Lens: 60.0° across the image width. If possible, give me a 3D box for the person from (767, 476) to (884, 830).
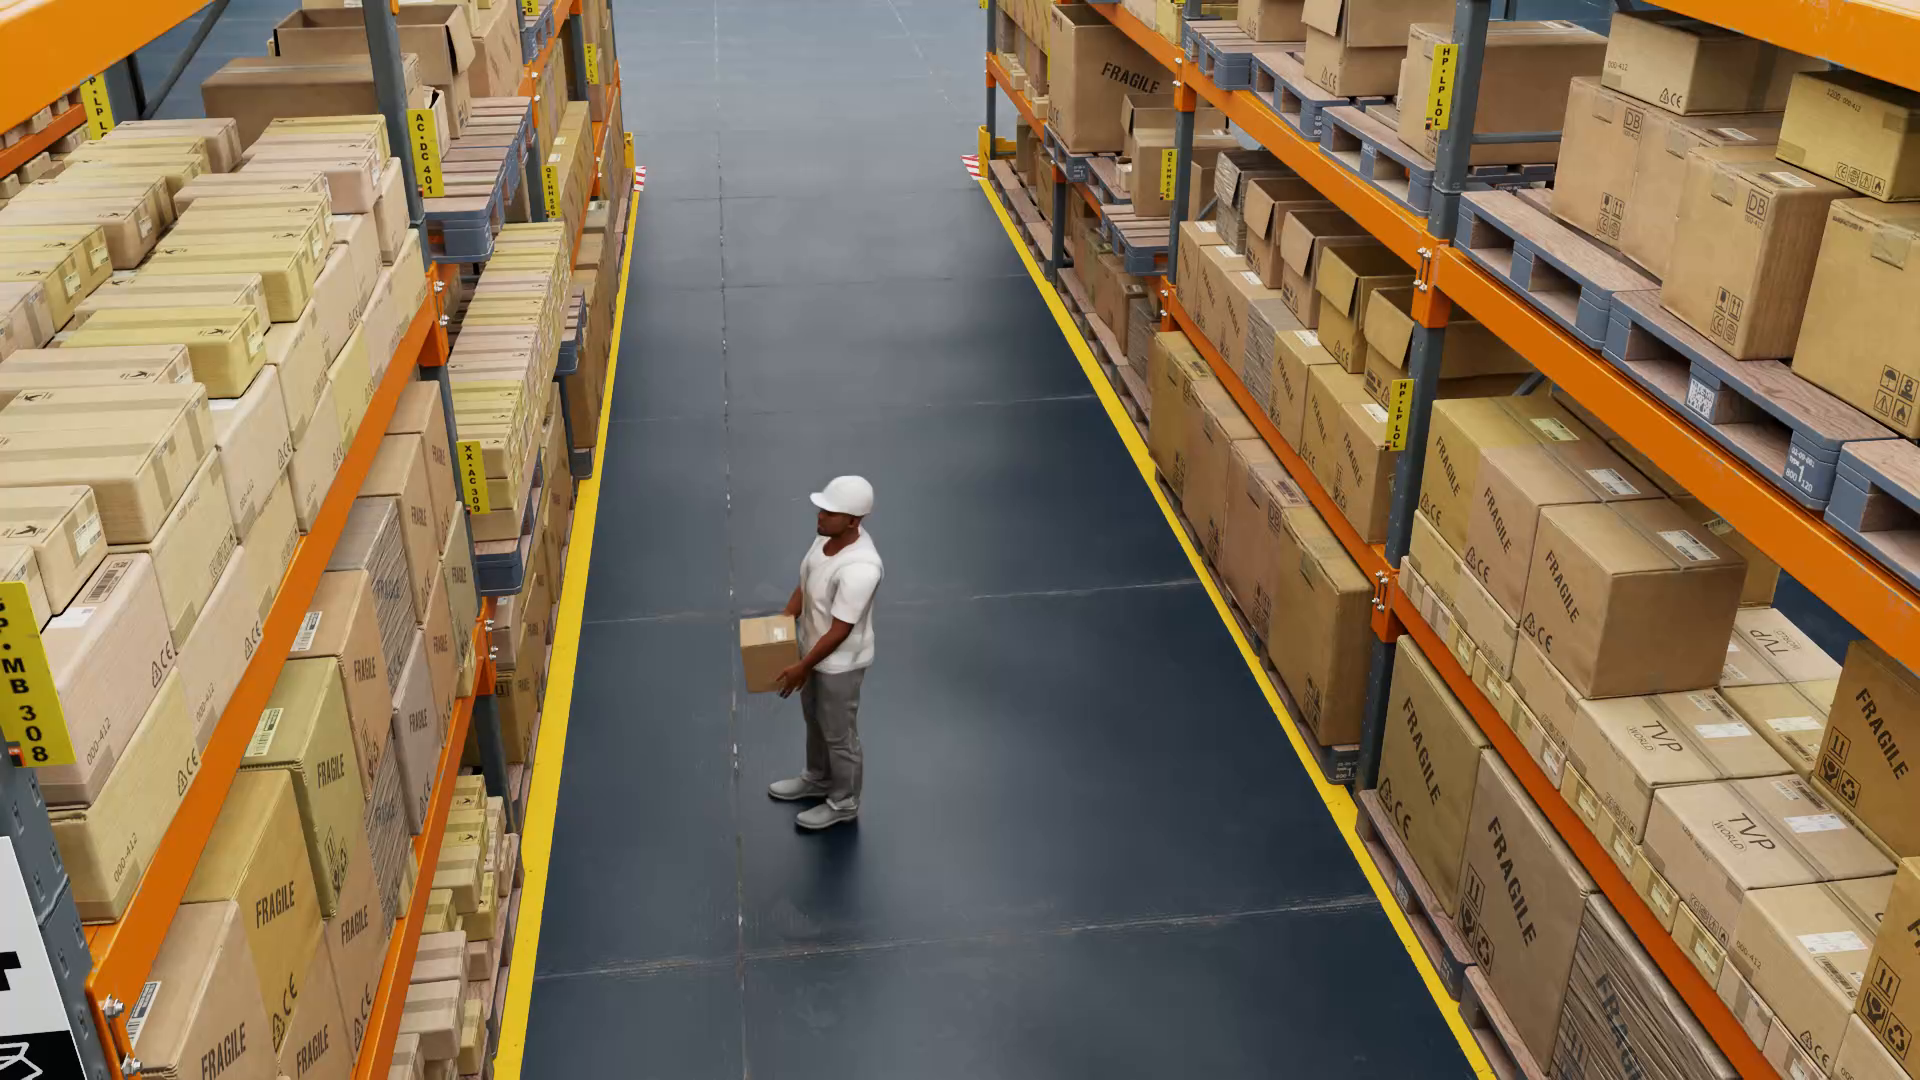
[{"bbox_3d":[-0.627,0.522,7.560,0.523,1.767,0.574,-9,28,-18],"label":"person"}]
